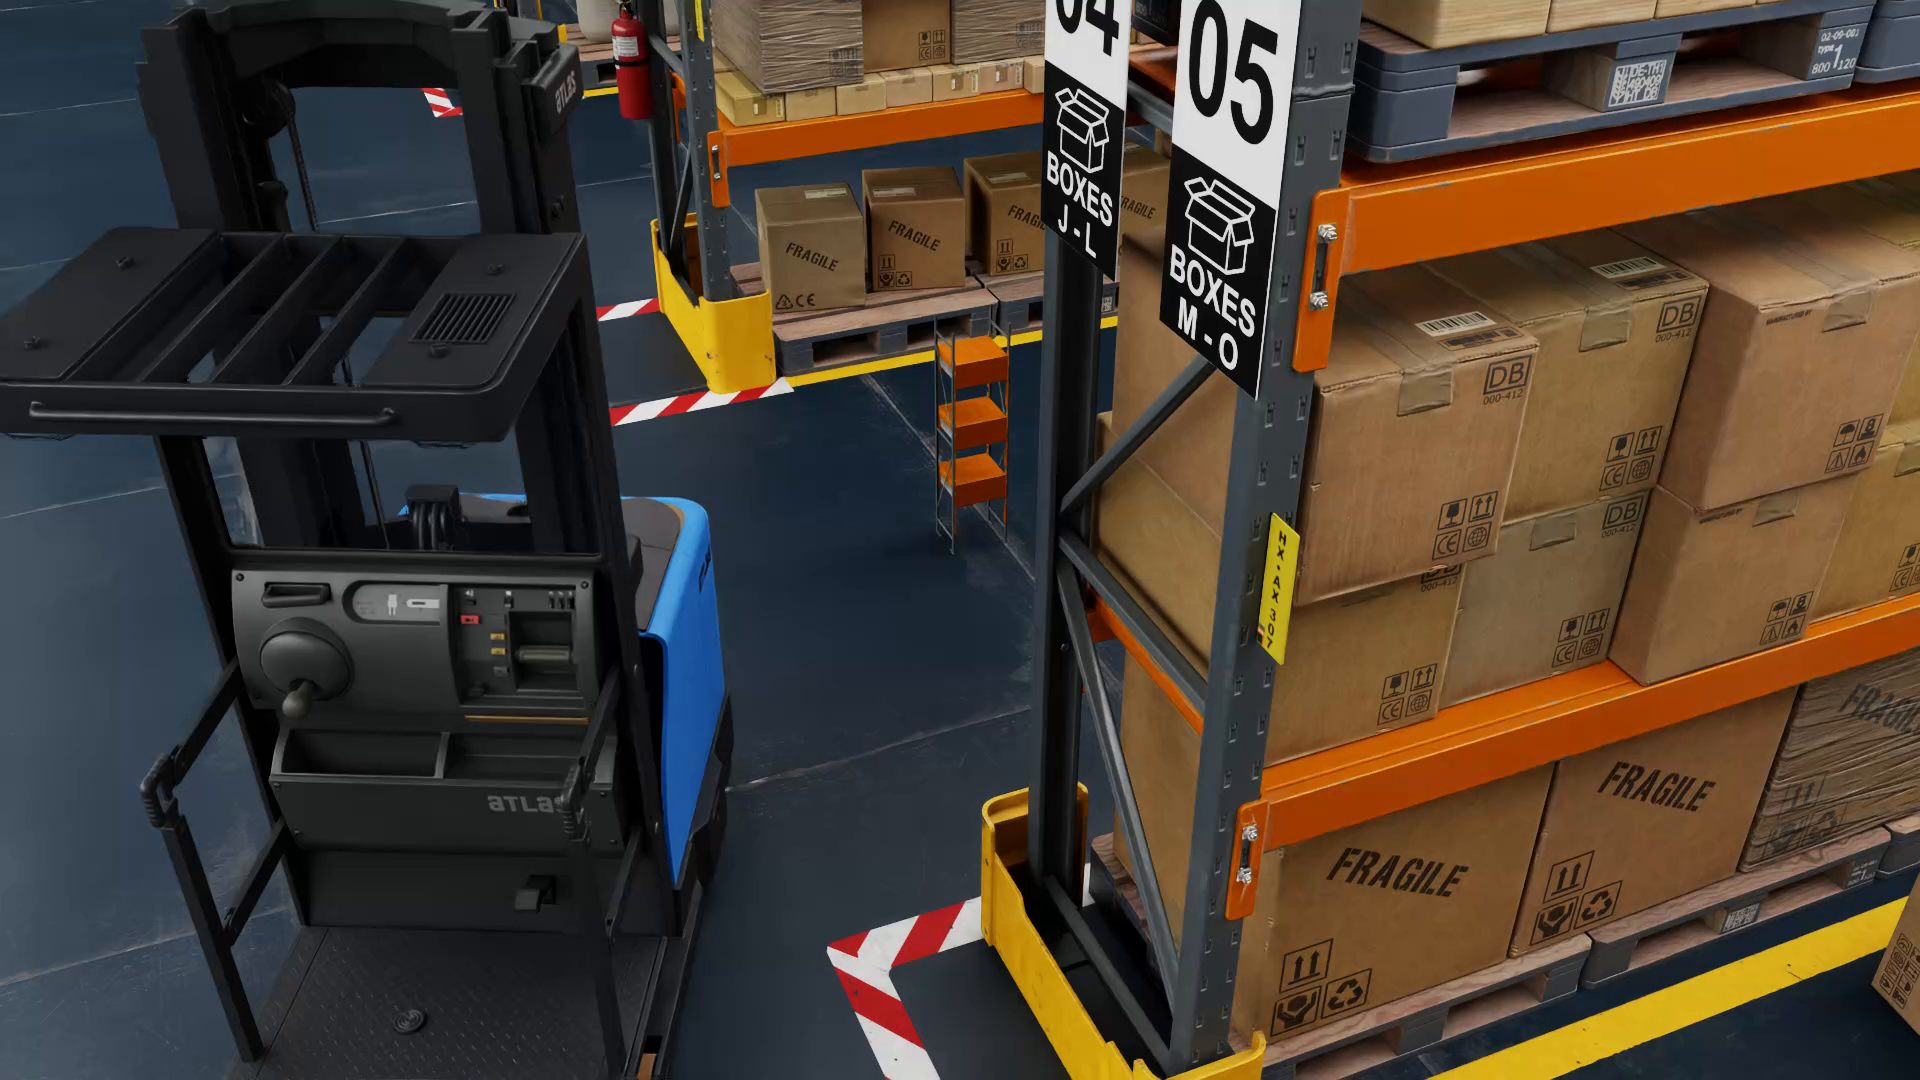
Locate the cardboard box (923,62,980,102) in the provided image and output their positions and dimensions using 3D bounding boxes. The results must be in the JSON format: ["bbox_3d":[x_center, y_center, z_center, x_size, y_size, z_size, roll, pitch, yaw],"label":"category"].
[{"bbox_3d":[-0.088,-2.331,8.312,0.250,0.149,0.380,-13,35,-19],"label":"cardboard box"}]

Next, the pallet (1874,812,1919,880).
[{"bbox_3d":[3.410,0.666,6.033,1.213,0.211,1.003,-13,35,-19],"label":"pallet"}]

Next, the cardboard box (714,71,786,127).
[{"bbox_3d":[-1.018,-2.130,8.003,0.250,0.149,0.380,-13,35,-19],"label":"cardboard box"}]

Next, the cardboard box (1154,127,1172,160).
[{"bbox_3d":[1.405,-2.079,9.601,0.500,0.500,0.500,-2,33,-4],"label":"cardboard box"}]

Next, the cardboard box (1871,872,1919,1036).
[{"bbox_3d":[3.108,1.266,4.843,0.500,0.500,0.500,-7,34,-11],"label":"cardboard box"}]

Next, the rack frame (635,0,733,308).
[{"bbox_3d":[-1.373,-2.295,8.027,0.127,3.000,1.000,-13,35,-19],"label":"rack frame"}]

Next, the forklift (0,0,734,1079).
[{"bbox_3d":[-1.396,0.322,4.068,1.130,2.935,3.031,1,33,2],"label":"forklift"}]

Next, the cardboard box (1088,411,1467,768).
[{"bbox_3d":[0.778,0.057,4.275,0.550,0.550,0.875,-13,35,-19],"label":"cardboard box"}]

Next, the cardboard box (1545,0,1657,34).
[{"bbox_3d":[1.129,-1.115,3.216,0.250,0.149,0.380,-13,35,-18],"label":"cardboard box"}]

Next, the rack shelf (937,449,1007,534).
[{"bbox_3d":[0.049,-0.210,7.138,0.240,0.259,0.215,-13,35,-19],"label":"rack shelf"}]

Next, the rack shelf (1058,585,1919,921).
[{"bbox_3d":[2.298,0.100,5.006,4.000,0.370,1.077,-13,35,-19],"label":"rack shelf"}]

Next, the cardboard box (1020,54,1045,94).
[{"bbox_3d":[0.402,-2.398,8.415,0.250,0.149,0.380,-13,35,-19],"label":"cardboard box"}]

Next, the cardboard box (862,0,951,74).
[{"bbox_3d":[-0.441,-2.730,8.331,0.500,0.500,0.875,-13,35,-19],"label":"cardboard box"}]

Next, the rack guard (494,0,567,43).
[{"bbox_3d":[-3.239,-3.778,12.597,0.348,0.500,1.175,-13,35,-19],"label":"rack guard"}]

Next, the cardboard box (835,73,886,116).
[{"bbox_3d":[-0.544,-2.218,8.139,0.250,0.149,0.380,-13,35,-19],"label":"cardboard box"}]

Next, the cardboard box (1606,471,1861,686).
[{"bbox_3d":[1.842,-0.126,4.555,0.550,0.550,0.875,-13,35,-19],"label":"cardboard box"}]

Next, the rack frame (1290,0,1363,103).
[{"bbox_3d":[0.454,-2.294,2.525,0.127,3.000,1.000,-13,35,-19],"label":"rack frame"}]

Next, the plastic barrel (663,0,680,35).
[{"bbox_3d":[-2.251,-4.202,12.854,0.421,0.512,0.421,0,33,0],"label":"plastic barrel"}]

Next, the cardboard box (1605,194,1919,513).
[{"bbox_3d":[1.851,-0.566,4.242,0.550,0.550,0.875,-13,35,-19],"label":"cardboard box"}]

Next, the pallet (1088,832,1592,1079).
[{"bbox_3d":[1.161,1.181,5.241,1.213,0.211,1.003,-13,35,-19],"label":"pallet"}]

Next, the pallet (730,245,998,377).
[{"bbox_3d":[-0.540,-1.296,9.048,1.213,0.211,1.003,-13,35,-19],"label":"pallet"}]

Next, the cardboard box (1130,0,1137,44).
[{"bbox_3d":[0.502,-2.913,8.613,0.500,0.500,0.875,-13,35,-19],"label":"cardboard box"}]

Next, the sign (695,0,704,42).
[{"bbox_3d":[-1.163,-2.385,7.371,0.005,0.325,0.100,-13,35,-19],"label":"sign"}]

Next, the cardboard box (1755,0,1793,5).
[{"bbox_3d":[1.593,-1.221,3.380,0.250,0.149,0.380,-13,35,-19],"label":"cardboard box"}]

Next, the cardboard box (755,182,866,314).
[{"bbox_3d":[-0.791,-1.547,8.784,0.500,0.500,0.500,-7,34,-10],"label":"cardboard box"}]

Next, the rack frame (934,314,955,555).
[{"bbox_3d":[-0.063,-0.426,6.941,0.008,1.050,0.200,-13,35,-19],"label":"rack frame"}]

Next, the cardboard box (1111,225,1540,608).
[{"bbox_3d":[0.811,-0.354,3.916,0.550,0.550,0.875,-13,35,-19],"label":"cardboard box"}]

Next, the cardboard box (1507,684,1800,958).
[{"bbox_3d":[1.864,0.572,5.184,0.875,0.875,0.875,-13,35,-20],"label":"cardboard box"}]

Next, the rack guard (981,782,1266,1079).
[{"bbox_3d":[0.432,1.273,4.835,0.348,0.500,1.175,-13,35,-19],"label":"rack guard"}]

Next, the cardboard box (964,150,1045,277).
[{"bbox_3d":[0.332,-1.813,9.193,0.500,0.500,0.500,-10,34,-14],"label":"cardboard box"}]

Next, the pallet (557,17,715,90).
[{"bbox_3d":[-2.488,-3.825,12.936,1.213,0.211,1.003,-13,35,-19],"label":"pallet"}]

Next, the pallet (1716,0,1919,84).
[{"bbox_3d":[2.260,-1.421,4.015,1.213,0.211,1.003,-13,35,-19],"label":"pallet"}]

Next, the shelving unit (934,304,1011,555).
[{"bbox_3d":[0.049,-0.451,6.981,0.252,1.050,0.215,-13,35,-19],"label":"shelving unit"}]

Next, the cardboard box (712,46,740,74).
[{"bbox_3d":[-1.190,-2.354,8.347,0.250,0.149,0.380,-13,35,-19],"label":"cardboard box"}]

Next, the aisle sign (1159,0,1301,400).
[{"bbox_3d":[0.505,-0.703,3.197,0.004,0.787,0.394,-13,35,-19],"label":"aisle sign"}]
